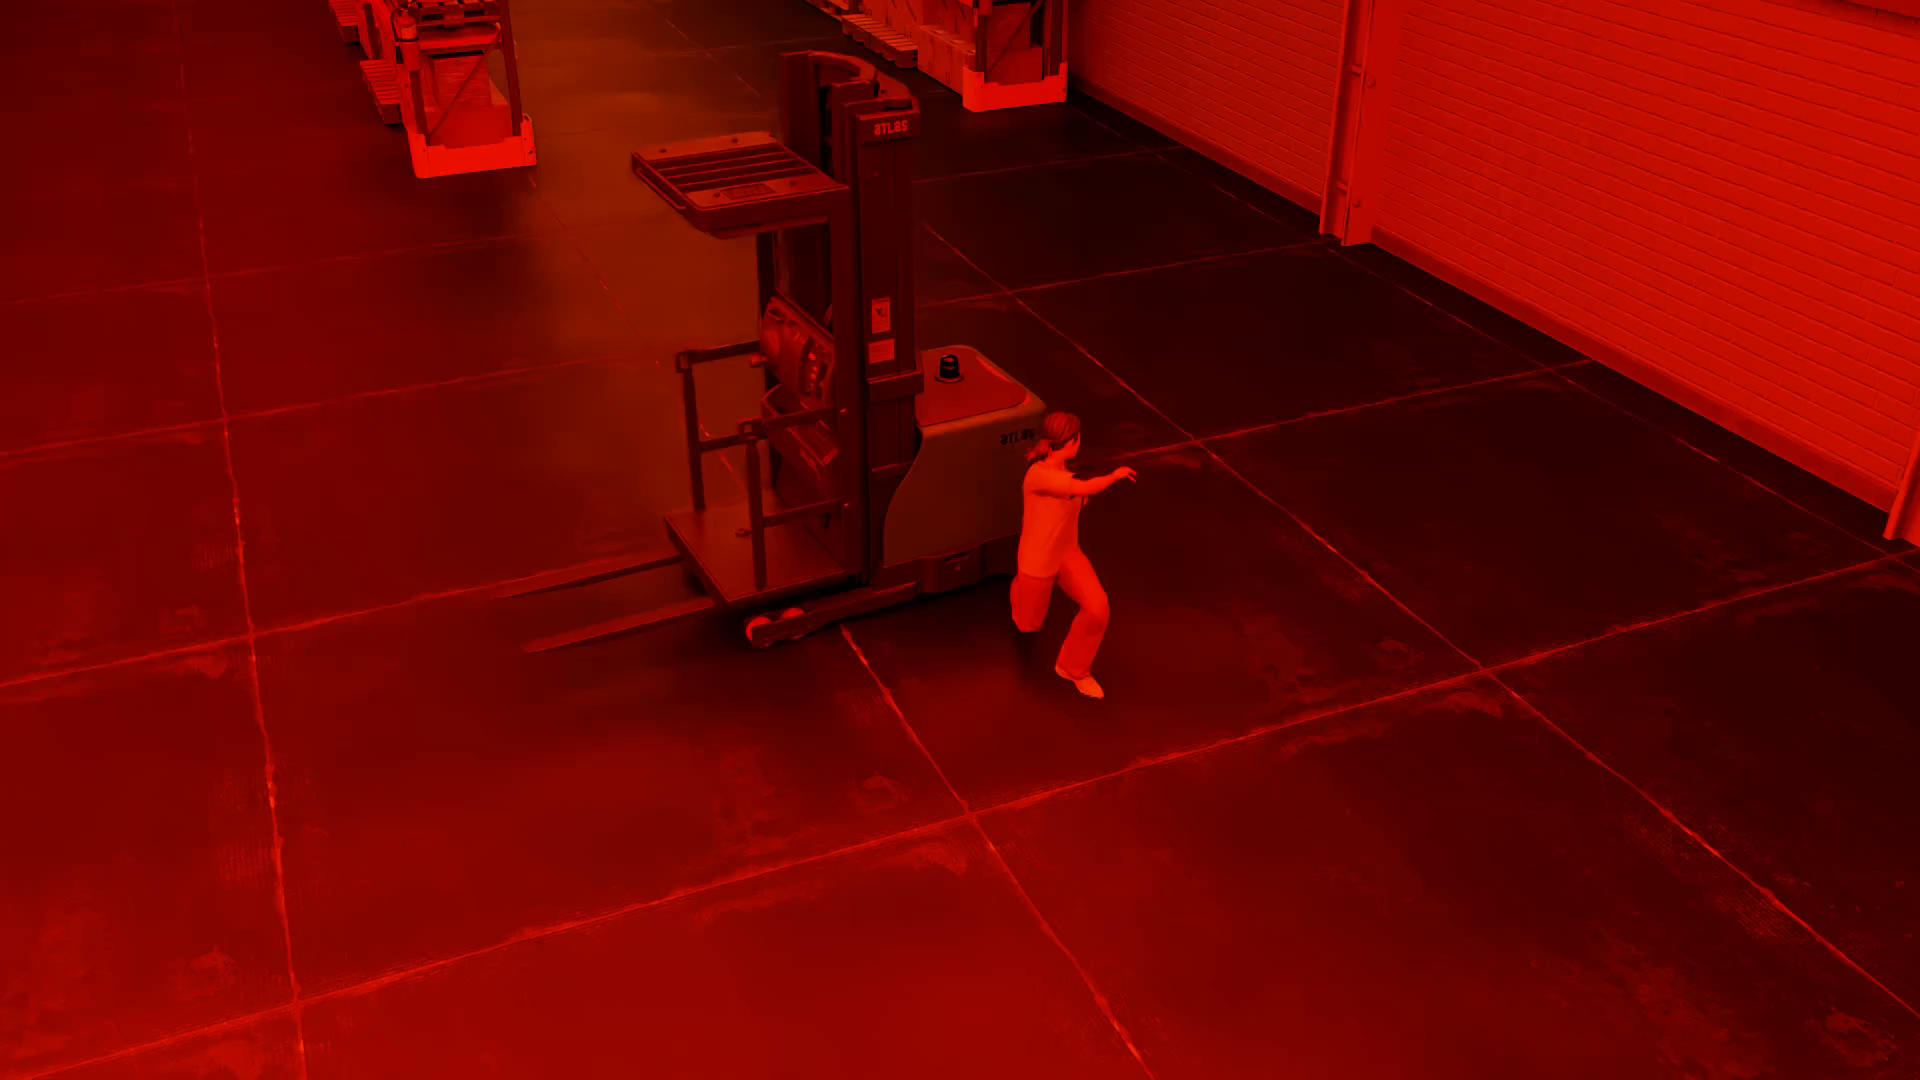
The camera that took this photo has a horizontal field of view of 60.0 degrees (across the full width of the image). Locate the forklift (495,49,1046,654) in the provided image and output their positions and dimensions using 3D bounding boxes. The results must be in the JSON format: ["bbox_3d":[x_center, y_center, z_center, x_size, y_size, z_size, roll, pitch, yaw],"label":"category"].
[{"bbox_3d":[-1.053,-0.985,8.843,3.031,2.935,1.130,-14,33,-23],"label":"forklift"}]

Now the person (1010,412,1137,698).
[{"bbox_3d":[0.595,-0.016,8.721,0.723,1.415,0.959,-19,35,-30],"label":"person"}]
